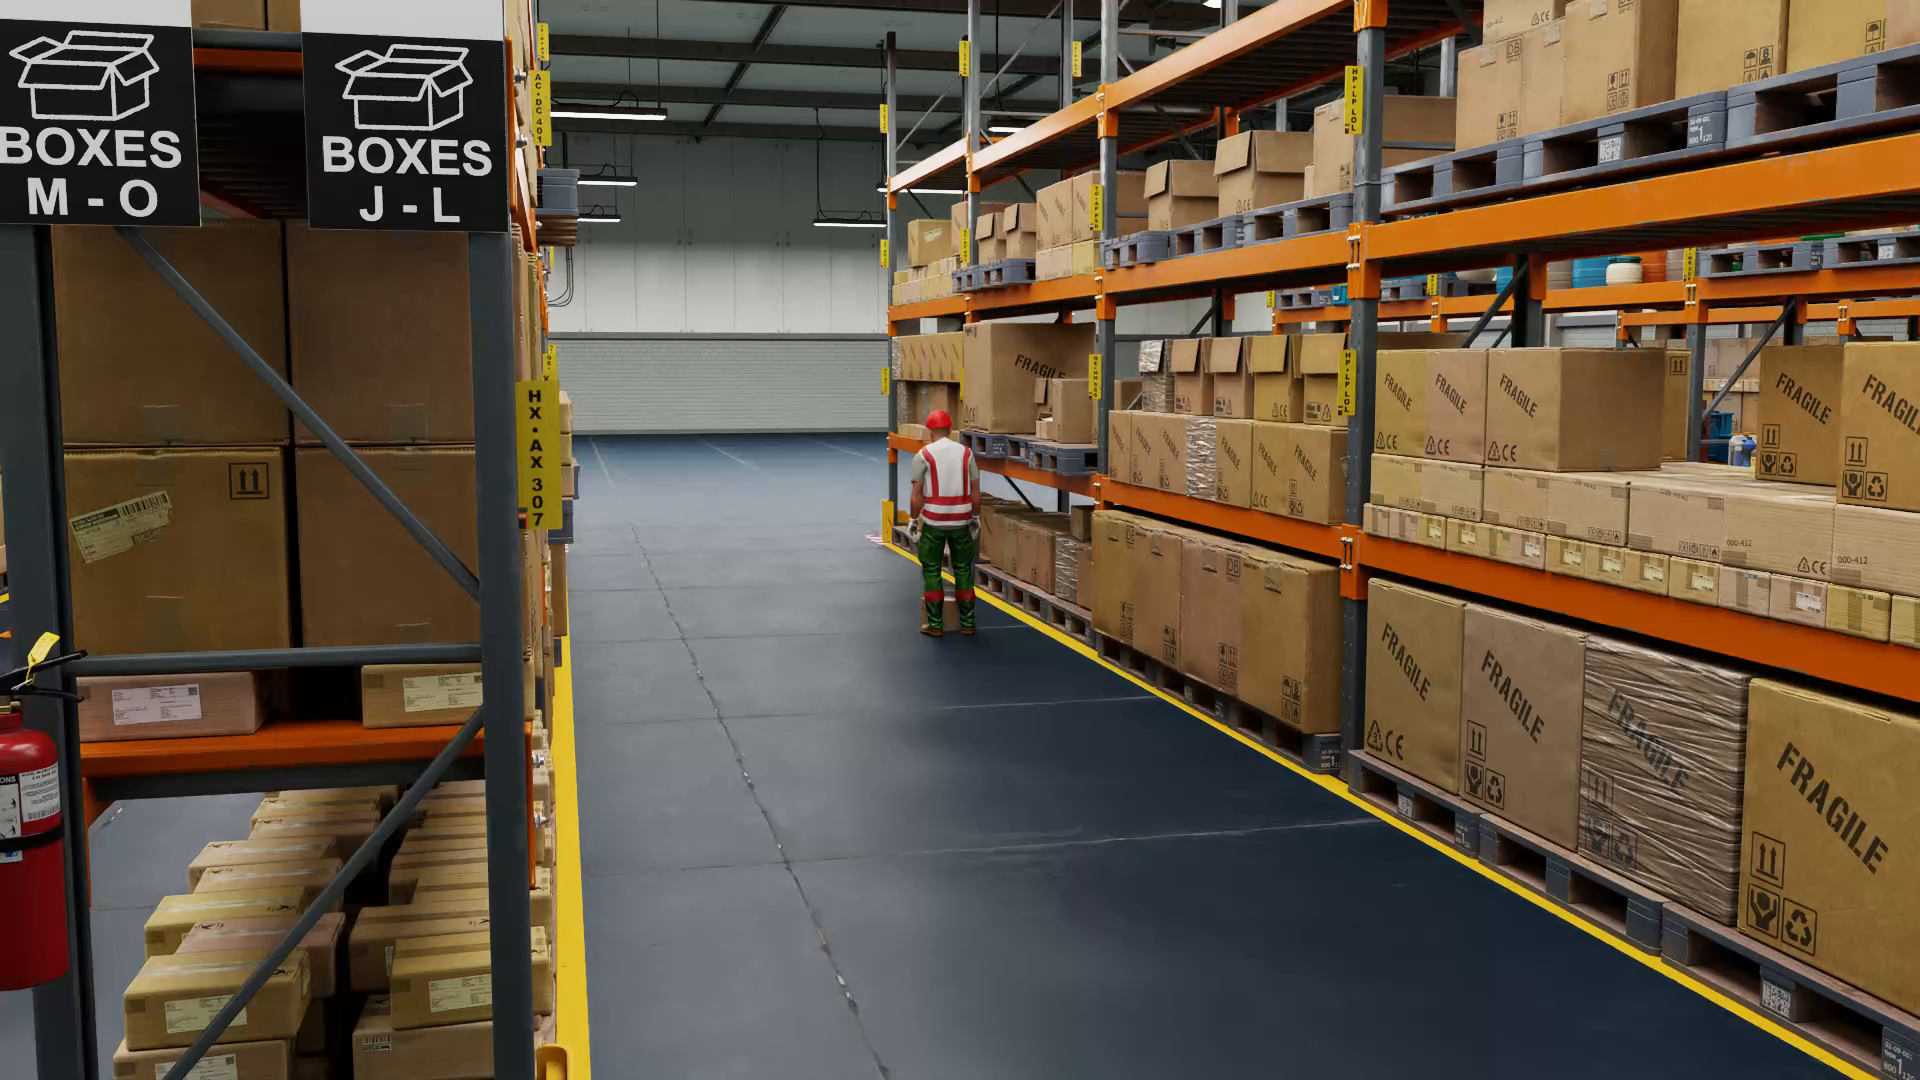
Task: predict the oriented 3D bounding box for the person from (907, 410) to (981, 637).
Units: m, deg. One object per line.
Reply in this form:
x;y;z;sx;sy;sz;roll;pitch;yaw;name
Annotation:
-0.123;-0.137;13.120;0.614;1.778;0.452;-2;6;-17;person
